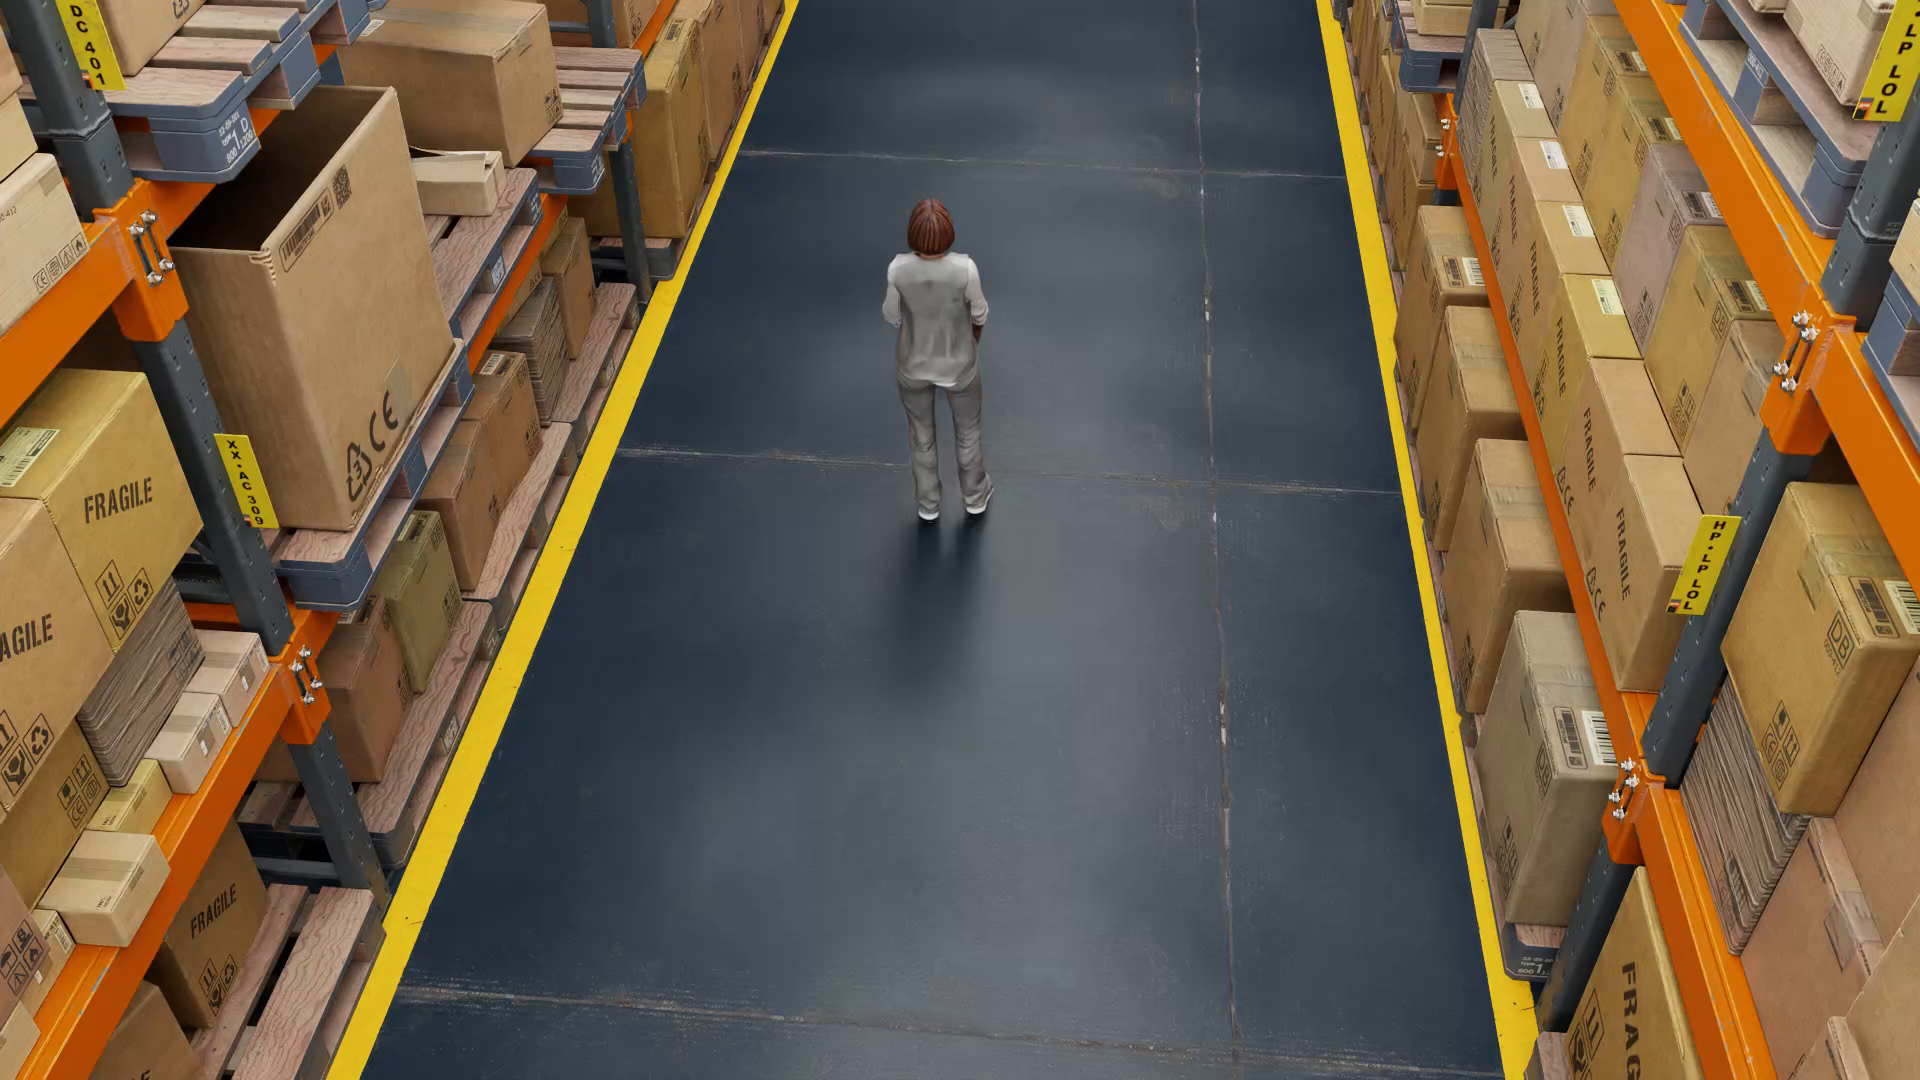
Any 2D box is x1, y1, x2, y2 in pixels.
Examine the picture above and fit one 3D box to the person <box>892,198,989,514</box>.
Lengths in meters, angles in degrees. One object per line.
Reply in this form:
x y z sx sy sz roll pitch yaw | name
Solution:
-0.088 -0.792 7.035 0.435 1.537 0.414 3 41 4 | person
